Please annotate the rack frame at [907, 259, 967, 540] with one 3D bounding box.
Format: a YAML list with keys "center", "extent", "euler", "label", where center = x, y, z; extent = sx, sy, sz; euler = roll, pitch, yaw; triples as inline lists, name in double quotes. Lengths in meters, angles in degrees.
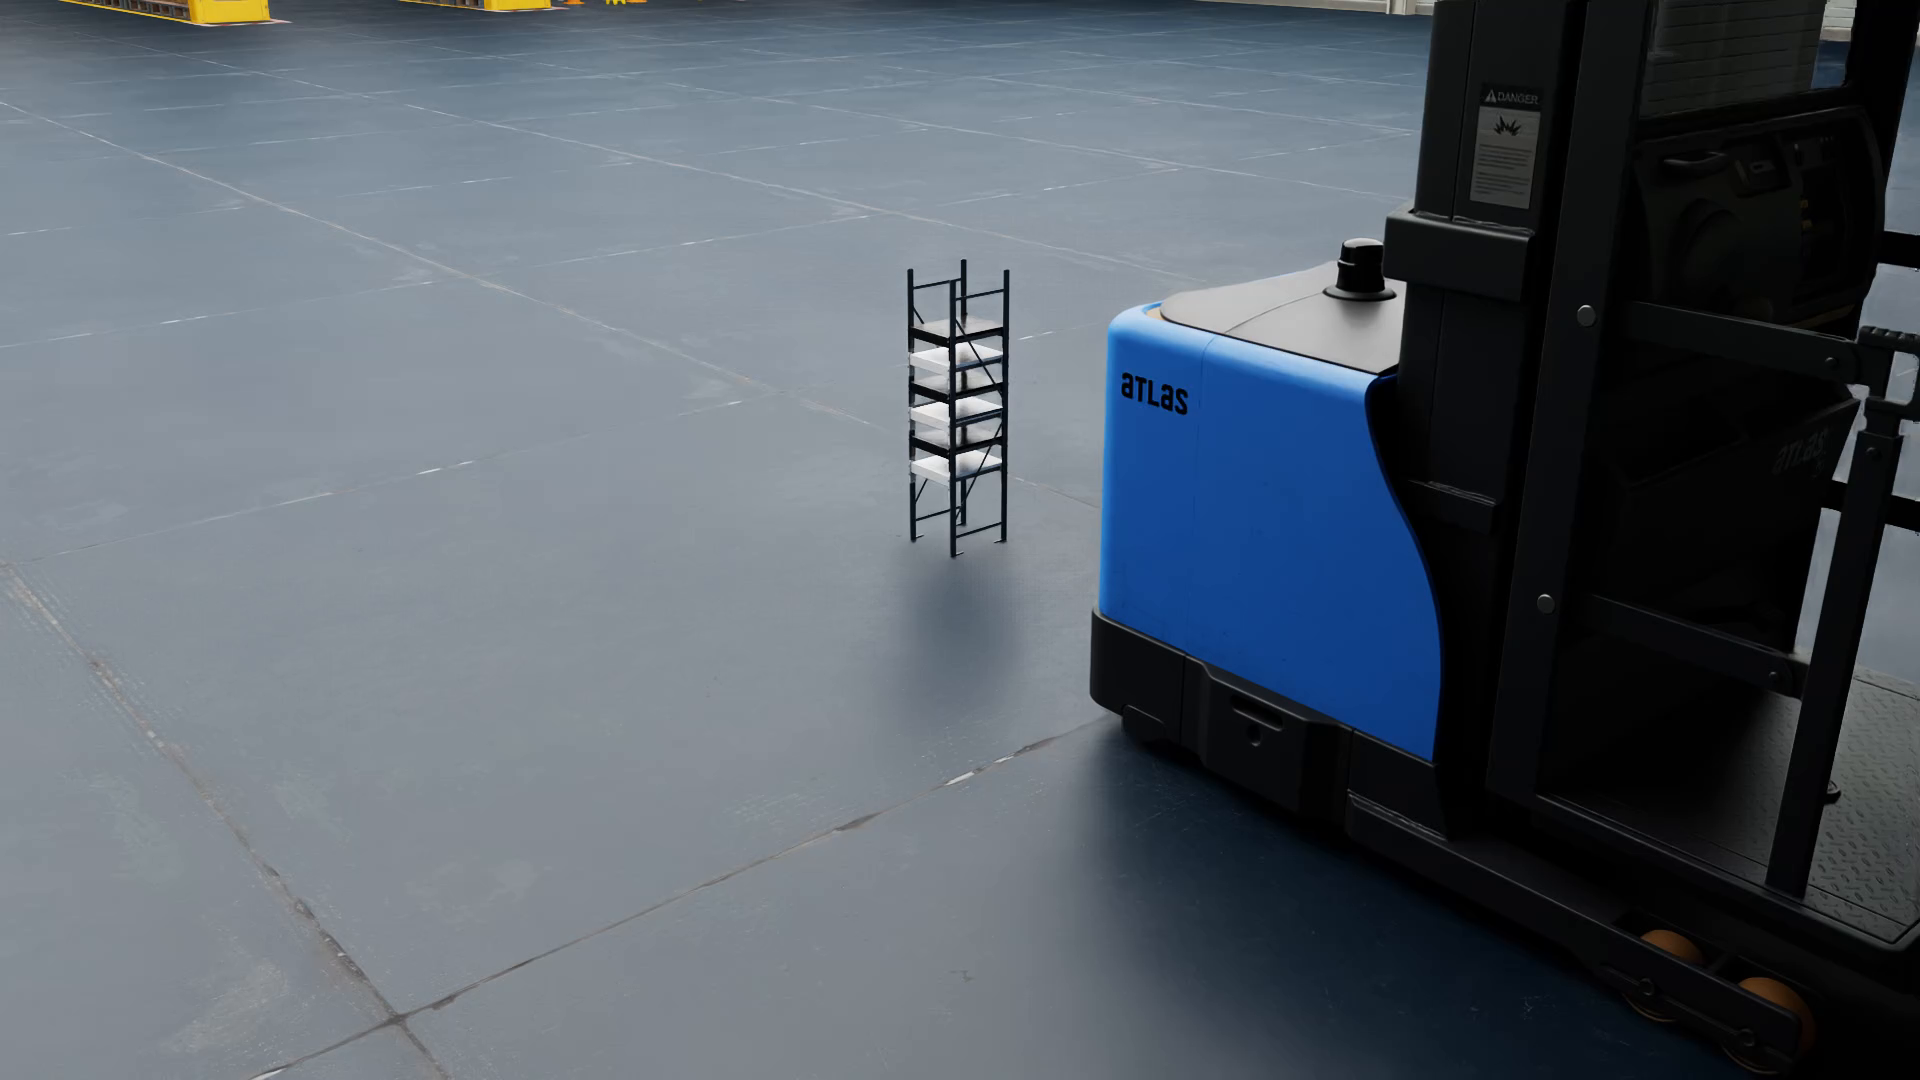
- center: [-0.072, -0.449, 5.397]
  extent: [0.240, 0.900, 0.006]
  euler: [-17, 27, -37]
  label: "rack frame"

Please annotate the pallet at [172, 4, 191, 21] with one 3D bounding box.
- center: [-12.319, -8.741, 27.512]
  extent: [1.003, 0.211, 1.213]
  euler: [-17, 27, -37]
  label: "pallet"

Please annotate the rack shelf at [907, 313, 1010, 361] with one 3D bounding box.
- center: [-0.005, -0.642, 5.239]
  extent: [0.258, 0.077, 0.200]
  euler: [-17, 27, -37]
  label: "rack shelf"

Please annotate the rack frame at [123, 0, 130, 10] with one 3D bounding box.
- center: [-14.377, -10.891, 29.177]
  extent: [1.000, 3.000, 0.127]
  euler: [-17, 27, -37]
  label: "rack frame"

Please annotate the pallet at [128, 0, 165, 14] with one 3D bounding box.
- center: [-13.912, -9.415, 29.233]
  extent: [1.003, 0.211, 1.213]
  euler: [-17, 27, -37]
  label: "pallet"

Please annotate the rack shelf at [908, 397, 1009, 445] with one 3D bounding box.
- center: [-0.005, -0.390, 5.338]
  extent: [0.258, 0.077, 0.200]
  euler: [-17, 27, -37]
  label: "rack shelf"

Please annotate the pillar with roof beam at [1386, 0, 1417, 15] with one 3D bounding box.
- center: [4.299, -12.187, 24.261]
  extent: [9.100, 9.000, 0.400]
  euler: [-17, 27, -37]
  label: "pillar with roof beam"

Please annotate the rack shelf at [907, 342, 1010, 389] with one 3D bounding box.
- center: [-0.005, -0.558, 5.272]
  extent: [0.258, 0.077, 0.200]
  euler: [-17, 27, -37]
  label: "rack shelf"

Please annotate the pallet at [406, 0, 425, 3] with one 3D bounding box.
- center: [-10.116, -10.516, 32.045]
  extent: [1.003, 0.211, 1.213]
  euler: [-17, 27, -37]
  label: "pallet"

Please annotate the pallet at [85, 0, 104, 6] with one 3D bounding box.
- center: [-15.687, -10.144, 31.095]
  extent: [1.003, 0.211, 1.213]
  euler: [-17, 27, -37]
  label: "pallet"

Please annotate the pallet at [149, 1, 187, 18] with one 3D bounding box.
- center: [-13.111, -9.078, 28.372]
  extent: [1.003, 0.211, 1.213]
  euler: [-17, 27, -37]
  label: "pallet"

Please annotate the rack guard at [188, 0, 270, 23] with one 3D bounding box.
- center: [-11.816, -8.643, 26.865]
  extent: [1.175, 0.500, 0.348]
  euler: [-17, 27, -37]
  label: "rack guard"

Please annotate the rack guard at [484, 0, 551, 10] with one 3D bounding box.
- center: [-7.927, -9.768, 29.737]
  extent: [1.175, 0.500, 0.348]
  euler: [-17, 27, -37]
  label: "rack guard"

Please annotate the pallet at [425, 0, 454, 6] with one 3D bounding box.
- center: [-9.316, -10.179, 31.184]
  extent: [1.003, 0.211, 1.213]
  euler: [-17, 27, -37]
  label: "pallet"

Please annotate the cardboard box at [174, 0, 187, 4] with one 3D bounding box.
- center: [-12.971, -9.328, 28.039]
  extent: [0.500, 0.500, 0.500]
  euler: [-14, 26, -33]
  label: "cardboard box"

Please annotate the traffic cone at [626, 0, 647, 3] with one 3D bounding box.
- center: [-6.135, -10.417, 31.446]
  extent: [0.336, 0.463, 0.334]
  euler: [-17, 27, -37]
  label: "traffic cone"

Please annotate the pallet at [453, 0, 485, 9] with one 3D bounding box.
- center: [-8.524, -9.842, 30.324]
  extent: [1.003, 0.211, 1.213]
  euler: [-17, 27, -37]
  label: "pallet"

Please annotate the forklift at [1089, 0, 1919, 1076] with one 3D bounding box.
- center: [1.663, -0.606, 3.012]
  extent: [1.130, 2.935, 3.031]
  euler: [-17, 27, -37]
  label: "forklift"

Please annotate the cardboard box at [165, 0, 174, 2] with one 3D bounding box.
- center: [-13.302, -9.493, 28.460]
  extent: [0.500, 0.500, 0.500]
  euler: [19, 29, 40]
  label: "cardboard box"

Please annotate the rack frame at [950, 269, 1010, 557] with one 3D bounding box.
- center: [0.061, -0.393, 5.254]
  extent: [0.240, 0.900, 0.006]
  euler: [-17, 27, -37]
  label: "rack frame"

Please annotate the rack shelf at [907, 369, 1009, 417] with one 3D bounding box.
- center: [-0.005, -0.474, 5.305]
  extent: [0.258, 0.077, 0.200]
  euler: [-17, 27, -37]
  label: "rack shelf"

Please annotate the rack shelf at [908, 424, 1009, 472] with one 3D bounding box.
- center: [-0.005, -0.306, 5.371]
  extent: [0.258, 0.077, 0.200]
  euler: [-17, 27, -37]
  label: "rack shelf"

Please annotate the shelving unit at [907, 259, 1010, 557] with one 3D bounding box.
- center: [-0.005, -0.421, 5.326]
  extent: [0.258, 0.900, 0.210]
  euler: [-17, 27, -37]
  label: "shelving unit"

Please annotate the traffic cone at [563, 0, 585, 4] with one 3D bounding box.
- center: [-7.213, -10.242, 30.999]
  extent: [0.336, 0.463, 0.334]
  euler: [-17, 27, -37]
  label: "traffic cone"

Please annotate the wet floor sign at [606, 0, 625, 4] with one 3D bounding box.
- center: [-6.424, -10.306, 30.911]
  extent: [0.232, 0.644, 0.267]
  euler: [17, 27, 36]
  label: "wet floor sign"

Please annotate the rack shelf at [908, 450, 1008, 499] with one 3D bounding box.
- center: [-0.005, -0.223, 5.403]
  extent: [0.258, 0.077, 0.200]
  euler: [-17, 27, -37]
  label: "rack shelf"

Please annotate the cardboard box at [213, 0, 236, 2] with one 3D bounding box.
- center: [-12.161, -8.994, 27.185]
  extent: [0.500, 0.500, 0.500]
  euler: [-12, 24, -28]
  label: "cardboard box"

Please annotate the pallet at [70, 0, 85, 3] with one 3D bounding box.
- center: [-16.479, -10.481, 31.955]
  extent: [1.003, 0.211, 1.213]
  euler: [-17, 27, -37]
  label: "pallet"

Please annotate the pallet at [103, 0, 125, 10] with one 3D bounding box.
- center: [-14.886, -9.807, 30.234]
  extent: [1.003, 0.211, 1.213]
  euler: [-17, 27, -37]
  label: "pallet"
